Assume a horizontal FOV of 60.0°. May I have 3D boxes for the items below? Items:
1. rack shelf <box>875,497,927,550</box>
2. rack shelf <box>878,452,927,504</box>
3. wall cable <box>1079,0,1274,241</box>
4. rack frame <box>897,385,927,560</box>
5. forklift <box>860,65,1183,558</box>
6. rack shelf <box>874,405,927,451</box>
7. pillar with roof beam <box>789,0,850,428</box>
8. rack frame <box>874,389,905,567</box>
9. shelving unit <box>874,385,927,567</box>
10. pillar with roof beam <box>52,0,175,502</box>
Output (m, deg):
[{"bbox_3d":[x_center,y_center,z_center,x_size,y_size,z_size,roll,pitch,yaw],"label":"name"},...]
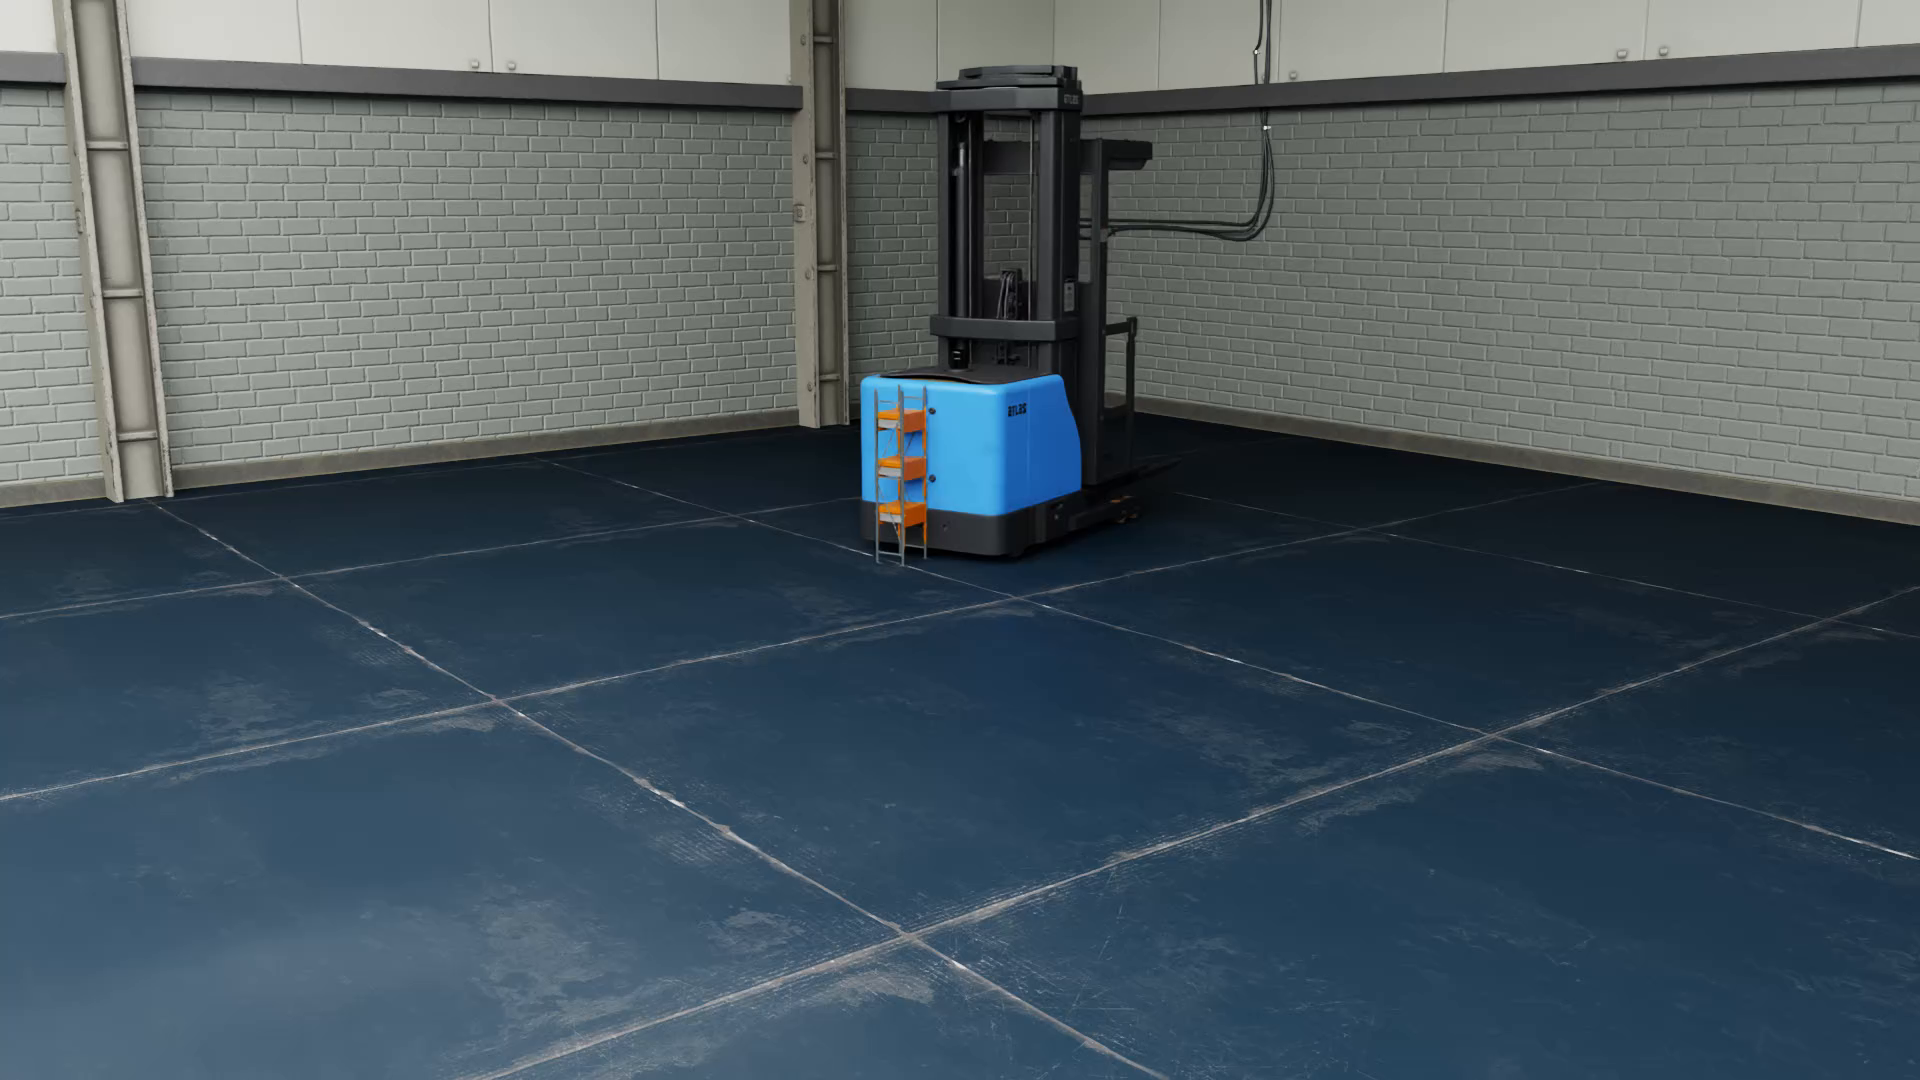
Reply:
[{"bbox_3d":[-0.351,-0.102,9.969,0.215,0.259,0.240,7,14,31],"label":"rack shelf"},{"bbox_3d":[-0.351,-0.373,9.911,0.215,0.259,0.240,7,14,31],"label":"rack shelf"},{"bbox_3d":[1.833,-4.148,15.972,0.112,2.526,3.097,-9,15,-38],"label":"wall cable"},{"bbox_3d":[-0.287,-0.405,10.010,0.200,1.050,0.008,7,14,31],"label":"rack frame"},{"bbox_3d":[0.580,-1.586,11.042,1.130,2.935,3.031,7,14,31],"label":"forklift"},{"bbox_3d":[-0.351,-0.651,9.852,0.215,0.259,0.240,7,14,31],"label":"rack shelf"},{"bbox_3d":[1.396,-4.800,11.571,0.400,9.000,9.100,-9,15,-38],"label":"pillar with roof beam"},{"bbox_3d":[-0.416,-0.362,9.807,0.200,1.050,0.008,7,14,31],"label":"rack frame"},{"bbox_3d":[-0.351,-0.384,9.909,0.215,1.050,0.252,7,14,31],"label":"shelving unit"},{"bbox_3d":[-3.290,-4.022,7.905,0.400,9.000,9.100,-9,15,-38],"label":"pillar with roof beam"}]
